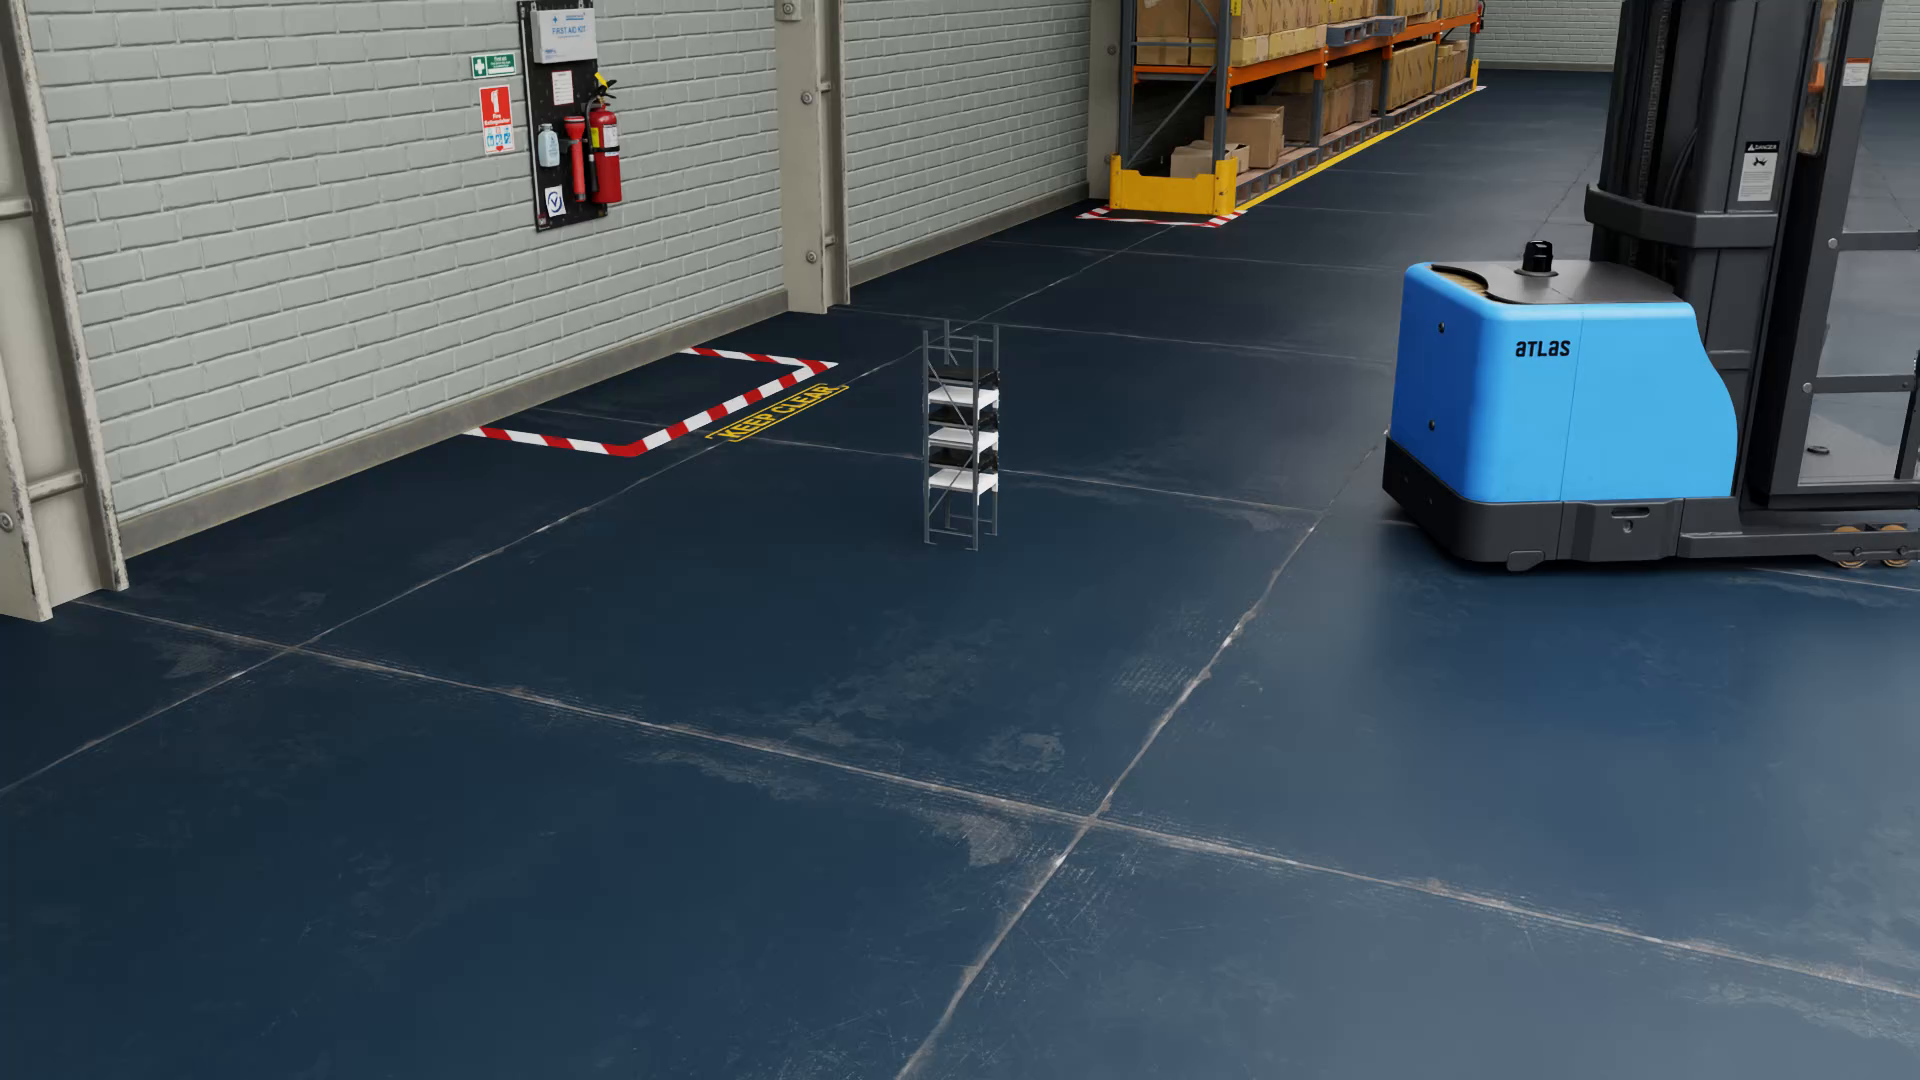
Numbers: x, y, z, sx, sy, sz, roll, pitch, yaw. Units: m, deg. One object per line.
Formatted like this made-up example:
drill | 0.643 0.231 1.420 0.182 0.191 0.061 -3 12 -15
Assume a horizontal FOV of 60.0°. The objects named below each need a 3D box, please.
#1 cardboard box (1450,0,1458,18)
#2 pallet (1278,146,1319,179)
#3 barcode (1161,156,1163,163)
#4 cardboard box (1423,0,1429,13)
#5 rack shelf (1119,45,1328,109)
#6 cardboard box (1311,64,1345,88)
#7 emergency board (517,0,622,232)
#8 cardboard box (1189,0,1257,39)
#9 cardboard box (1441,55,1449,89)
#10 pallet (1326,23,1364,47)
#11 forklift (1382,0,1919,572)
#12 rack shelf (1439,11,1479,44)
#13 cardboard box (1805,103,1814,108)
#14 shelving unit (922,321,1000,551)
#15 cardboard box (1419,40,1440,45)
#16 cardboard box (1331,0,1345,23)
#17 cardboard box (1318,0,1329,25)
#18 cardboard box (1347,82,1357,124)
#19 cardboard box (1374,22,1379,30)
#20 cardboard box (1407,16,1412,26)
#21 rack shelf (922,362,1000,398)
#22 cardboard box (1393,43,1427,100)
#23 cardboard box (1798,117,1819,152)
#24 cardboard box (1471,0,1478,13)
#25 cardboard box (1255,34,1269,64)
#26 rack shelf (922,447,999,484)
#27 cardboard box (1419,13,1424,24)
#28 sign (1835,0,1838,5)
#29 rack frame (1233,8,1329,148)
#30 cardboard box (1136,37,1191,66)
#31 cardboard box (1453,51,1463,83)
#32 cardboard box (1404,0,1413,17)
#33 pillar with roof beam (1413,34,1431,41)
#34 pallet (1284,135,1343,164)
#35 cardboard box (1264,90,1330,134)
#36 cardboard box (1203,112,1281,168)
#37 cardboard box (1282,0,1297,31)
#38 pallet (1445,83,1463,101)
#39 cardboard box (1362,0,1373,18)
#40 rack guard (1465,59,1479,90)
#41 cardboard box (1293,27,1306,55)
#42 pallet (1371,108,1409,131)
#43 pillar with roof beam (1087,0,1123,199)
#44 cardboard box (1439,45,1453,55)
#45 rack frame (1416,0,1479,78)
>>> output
cardboard box | 7.429 -8.724 26.575 0.980 0.700 0.700 8 21 21
pallet | 3.369 -4.227 18.539 1.003 0.211 1.213 9 21 23
barcode | 1.982 -3.732 16.330 0.001 0.075 0.075 9 21 23
cardboard box | 6.515 -7.908 24.105 0.500 0.500 0.500 9 21 23
rack shelf | 2.793 -4.801 17.064 1.077 0.370 4.000 9 21 23
cardboard box | 4.506 -5.806 20.772 0.500 0.250 0.500 8 21 22
emergency board | -2.032 -2.276 8.893 0.194 1.169 0.643 9 21 23
cardboard box | 2.444 -4.925 15.415 0.500 0.500 0.500 9 21 23
cardboard box | 7.496 -7.584 26.922 0.700 0.500 0.500 8 21 22
pallet | 4.058 -5.874 19.296 1.003 0.211 1.213 9 21 23
forklift | 3.425 -1.442 6.649 3.031 2.935 1.130 -2 20 -5
rack shelf | 7.707 -8.469 27.379 1.077 0.370 4.000 9 21 23
cardboard box | 7.725 -3.852 15.680 0.500 0.500 0.500 9 21 23
shelving unit | 0.003 -0.426 6.825 0.258 0.900 0.210 9 21 23
cardboard box | 7.992 -8.428 28.326 0.380 0.149 0.250 9 21 23
cardboard box | 4.087 -6.326 19.474 0.700 0.500 0.500 11 22 28
cardboard box | 3.700 -5.856 18.033 0.500 0.500 0.500 8 21 23
cardboard box | 4.686 -5.634 21.409 0.700 0.500 0.500 9 21 23
cardboard box | 5.596 -6.934 22.334 0.380 0.149 0.250 8 21 22
cardboard box | 6.214 -7.404 23.656 0.380 0.149 0.250 9 21 23
rack shelf | 0.003 -0.649 6.746 0.258 0.077 0.200 9 21 23
cardboard box | 6.379 -6.893 24.455 0.750 0.750 0.750 9 22 24
cardboard box | 7.120 -3.392 14.387 0.500 0.500 0.500 9 21 23
cardboard box | 8.326 -9.403 28.485 0.980 0.700 0.700 10 22 25
cardboard box | 2.663 -4.733 15.995 0.500 0.250 0.500 8 21 21
rack shelf | 0.003 -0.310 6.866 0.258 0.077 0.200 9 21 23
cardboard box | 6.563 -7.637 24.313 0.380 0.149 0.250 9 21 23
sign | 8.640 -5.442 16.384 0.100 0.325 0.005 9 21 23
rack frame | 3.612 -5.751 18.663 1.000 3.000 0.127 9 21 23
cardboard box | 1.988 -4.636 15.723 0.500 0.250 0.500 9 21 23
cardboard box | 8.126 -8.059 28.256 0.700 0.500 0.500 8 21 23
cardboard box | 5.905 -7.443 22.797 0.500 0.500 0.500 9 22 24
pillar with roof beam | 12.770 -12.599 28.966 9.100 9.000 0.400 9 21 23
pallet | 3.929 -4.675 19.800 1.003 0.211 1.213 9 21 23
cardboard box | 4.064 -5.173 20.111 0.700 0.500 0.500 8 21 22
cardboard box | 2.919 -4.148 17.231 0.700 0.500 0.500 7 21 19
cardboard box | 3.073 -5.391 16.726 0.500 0.500 0.500 9 22 24
pallet | 7.769 -7.479 27.683 1.003 0.211 1.213 9 21 23
cardboard box | 4.862 -6.908 21.112 0.700 0.500 0.500 6 21 18
rack guard | 8.536 -8.249 29.417 1.175 0.500 0.348 9 21 23
cardboard box | 3.291 -5.196 17.297 0.500 0.250 0.500 8 21 22
pallet | 5.641 -5.891 23.217 1.003 0.211 1.213 9 21 23
pillar with roof beam | 5.399 -7.097 13.494 9.100 9.000 0.400 9 21 23
cardboard box | 7.808 -7.976 27.055 0.380 0.149 0.250 8 21 21
rack frame | 8.526 -9.419 28.978 1.000 3.000 0.127 9 21 23
